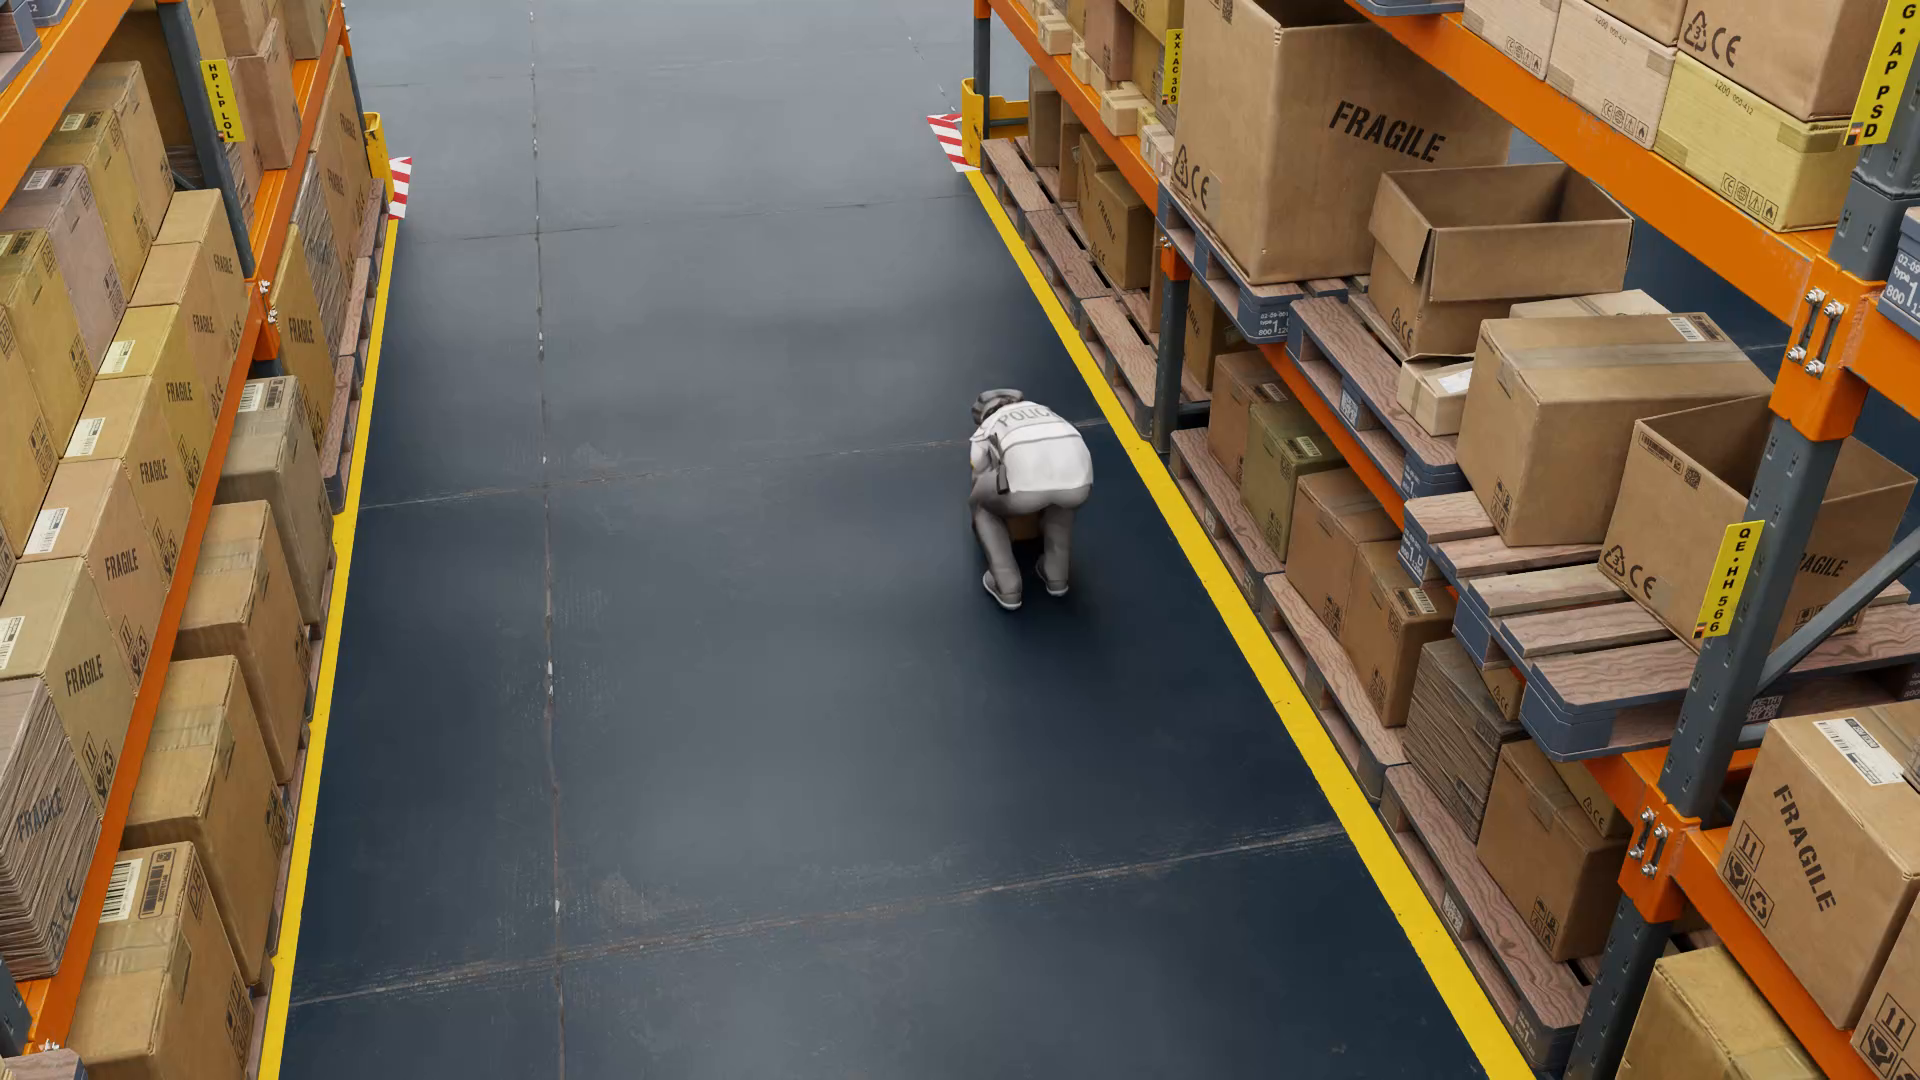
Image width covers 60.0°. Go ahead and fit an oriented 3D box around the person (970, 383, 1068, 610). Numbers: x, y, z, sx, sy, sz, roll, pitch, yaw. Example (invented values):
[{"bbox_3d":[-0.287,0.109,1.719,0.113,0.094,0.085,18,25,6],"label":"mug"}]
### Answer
[{"bbox_3d":[0.249,-0.261,7.212,0.404,0.882,0.787,-9,36,-13],"label":"person"}]
